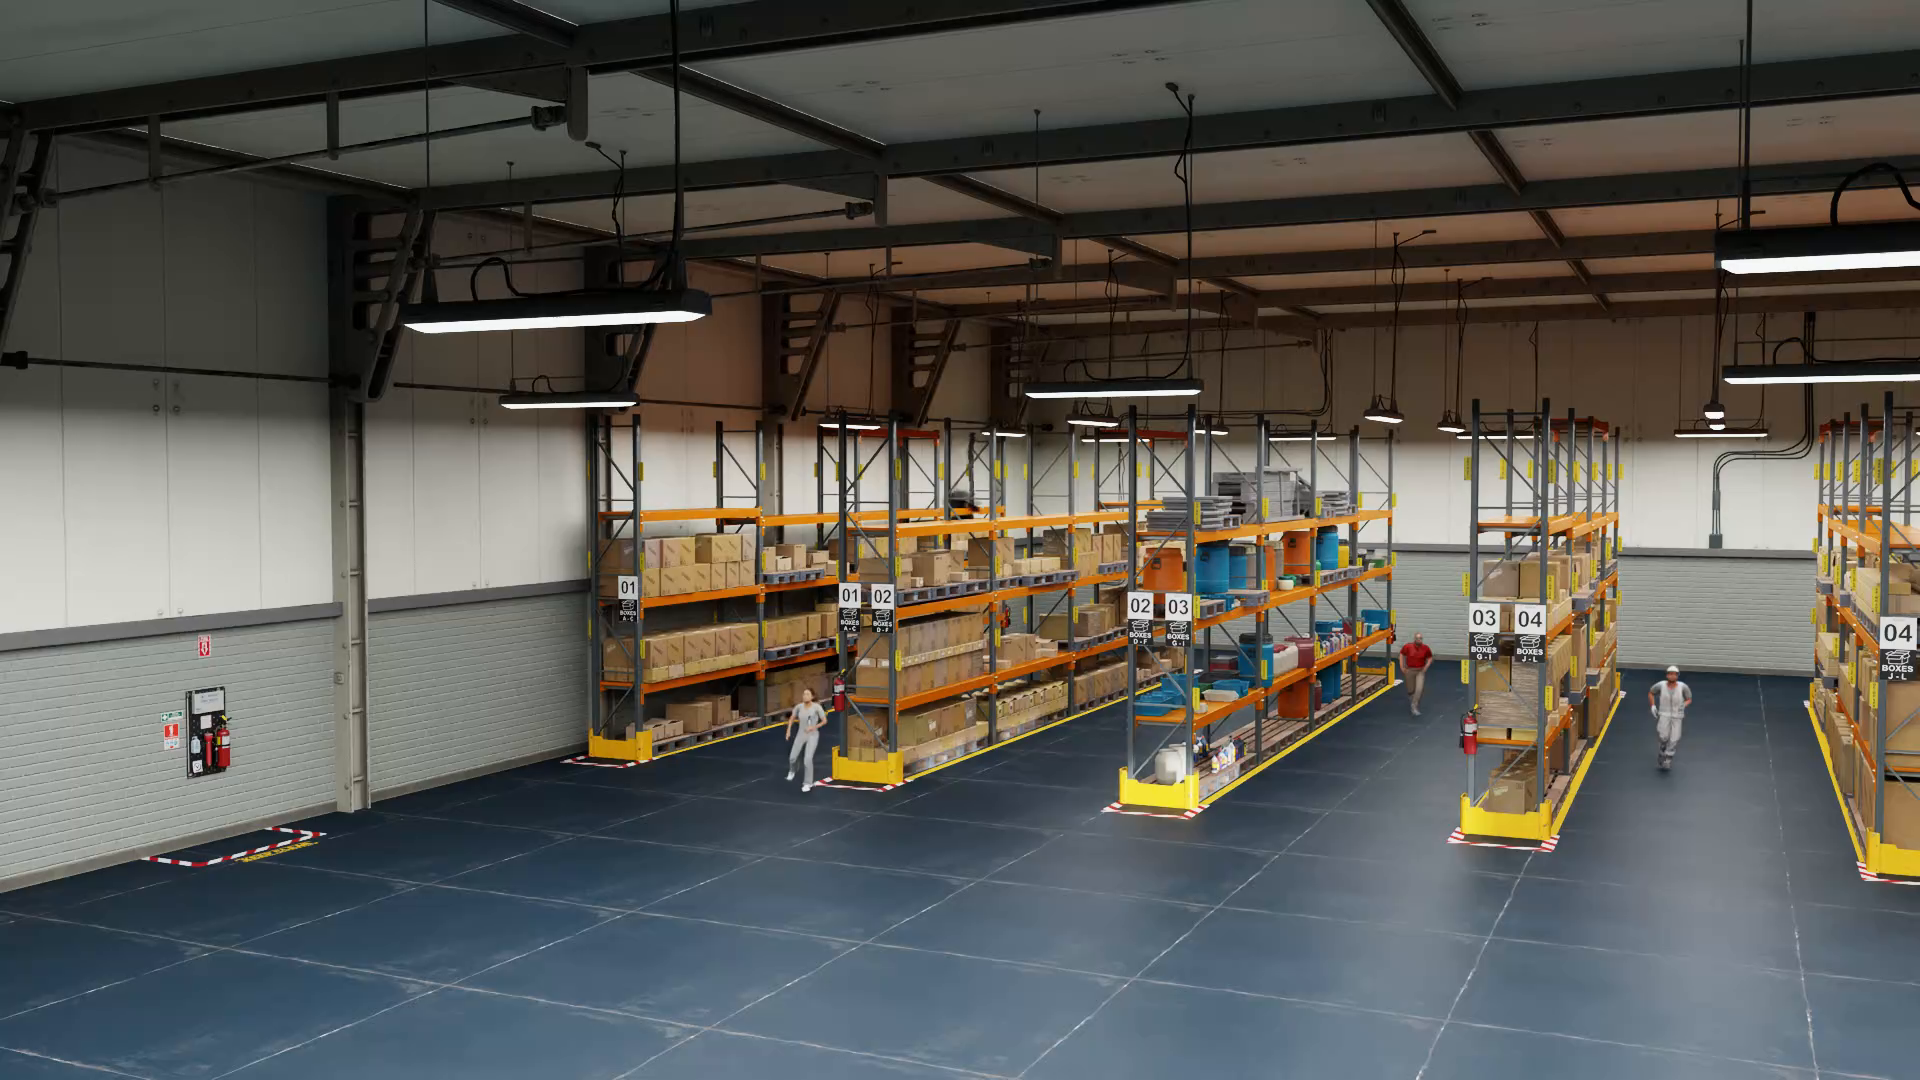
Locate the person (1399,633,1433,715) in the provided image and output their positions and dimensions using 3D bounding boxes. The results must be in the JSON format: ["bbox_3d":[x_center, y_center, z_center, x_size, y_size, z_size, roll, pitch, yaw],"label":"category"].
[{"bbox_3d":[9.466,2.764,34.555,0.678,1.699,0.772,0,2,10],"label":"person"}]

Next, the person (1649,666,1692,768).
[{"bbox_3d":[11.896,2.975,27.833,0.657,1.736,0.622,1,2,18],"label":"person"}]

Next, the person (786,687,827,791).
[{"bbox_3d":[-2.421,3.131,26.254,0.690,1.636,0.521,0,2,8],"label":"person"}]
